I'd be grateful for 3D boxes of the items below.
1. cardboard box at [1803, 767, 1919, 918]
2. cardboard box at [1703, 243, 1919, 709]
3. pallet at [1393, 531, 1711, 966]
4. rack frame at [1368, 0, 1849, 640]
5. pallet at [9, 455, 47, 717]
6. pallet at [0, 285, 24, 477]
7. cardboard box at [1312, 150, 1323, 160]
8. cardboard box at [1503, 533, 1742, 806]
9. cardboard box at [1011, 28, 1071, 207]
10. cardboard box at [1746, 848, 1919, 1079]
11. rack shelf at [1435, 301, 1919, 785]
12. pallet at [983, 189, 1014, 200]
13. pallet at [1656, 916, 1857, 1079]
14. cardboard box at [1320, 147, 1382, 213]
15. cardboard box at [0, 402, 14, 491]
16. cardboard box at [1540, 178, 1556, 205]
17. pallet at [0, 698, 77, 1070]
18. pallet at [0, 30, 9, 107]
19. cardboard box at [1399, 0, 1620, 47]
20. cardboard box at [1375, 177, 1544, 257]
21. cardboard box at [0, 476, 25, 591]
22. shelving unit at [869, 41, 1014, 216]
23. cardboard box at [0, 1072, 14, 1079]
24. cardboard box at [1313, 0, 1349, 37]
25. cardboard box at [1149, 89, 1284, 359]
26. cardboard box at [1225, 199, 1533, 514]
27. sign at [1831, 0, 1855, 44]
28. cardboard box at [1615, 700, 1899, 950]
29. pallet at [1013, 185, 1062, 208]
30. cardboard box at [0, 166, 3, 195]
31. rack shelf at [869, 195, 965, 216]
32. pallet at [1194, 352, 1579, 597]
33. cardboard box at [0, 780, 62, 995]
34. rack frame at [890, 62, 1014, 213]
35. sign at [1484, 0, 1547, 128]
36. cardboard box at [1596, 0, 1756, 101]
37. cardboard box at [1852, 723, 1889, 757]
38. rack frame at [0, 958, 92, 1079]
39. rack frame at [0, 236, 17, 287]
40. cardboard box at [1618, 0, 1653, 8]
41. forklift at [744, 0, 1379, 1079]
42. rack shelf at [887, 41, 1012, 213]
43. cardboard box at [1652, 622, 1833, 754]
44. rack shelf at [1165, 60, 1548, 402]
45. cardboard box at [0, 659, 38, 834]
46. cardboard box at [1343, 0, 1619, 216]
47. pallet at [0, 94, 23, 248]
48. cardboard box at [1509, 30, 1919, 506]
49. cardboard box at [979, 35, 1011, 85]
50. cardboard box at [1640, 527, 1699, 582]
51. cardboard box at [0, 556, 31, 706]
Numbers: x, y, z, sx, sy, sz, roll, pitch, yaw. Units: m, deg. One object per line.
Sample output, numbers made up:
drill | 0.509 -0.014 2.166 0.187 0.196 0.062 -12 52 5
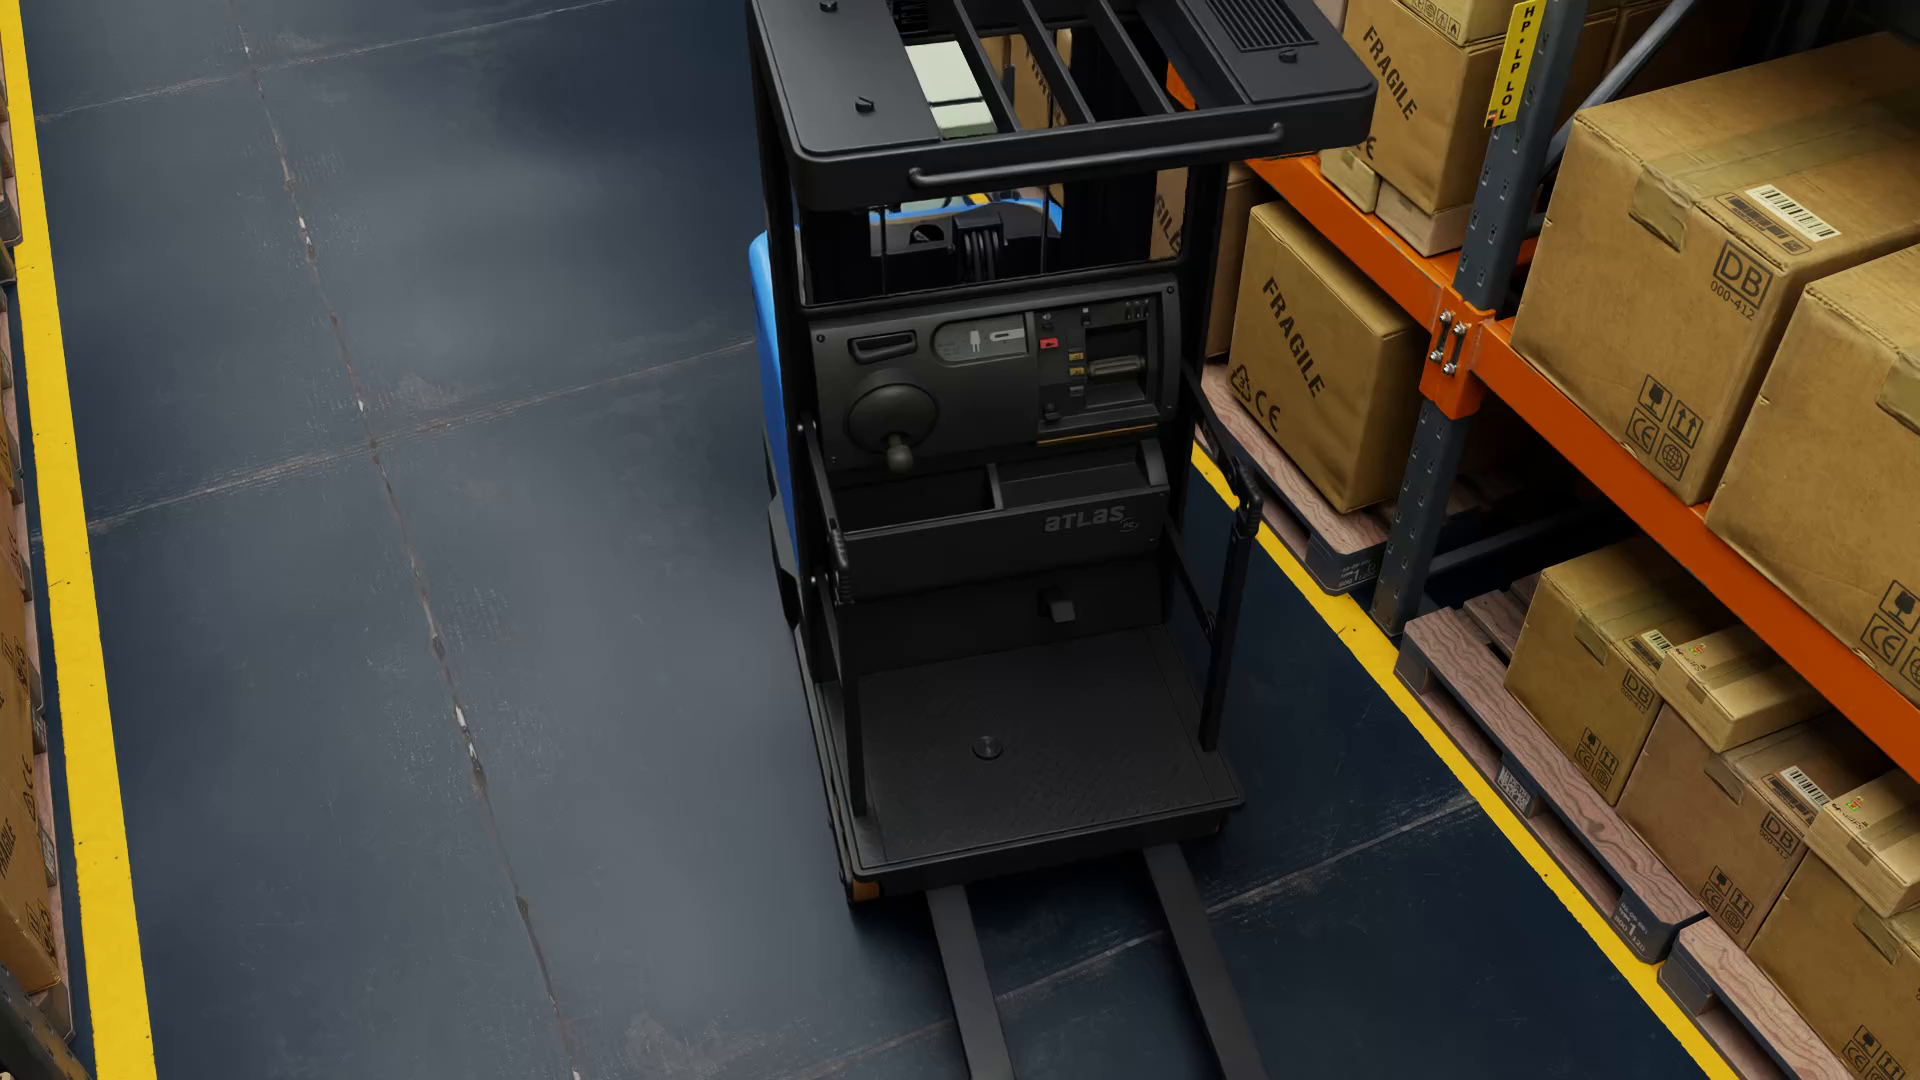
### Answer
cardboard box | 2.248 0.691 3.933 0.380 0.149 0.250 -19 48 -19
cardboard box | 2.344 -0.219 3.623 0.980 0.700 0.700 -19 48 -18
pallet | 2.078 0.570 5.022 1.003 0.211 1.213 -18 47 -17
rack frame | 1.829 -0.930 4.557 1.000 3.000 0.127 -18 47 -17
pallet | -3.557 0.242 5.354 1.003 0.211 1.213 -18 47 -17
pallet | -4.066 -0.534 6.141 1.003 0.211 1.213 -18 47 -17
cardboard box | 1.234 -1.312 5.108 0.380 0.149 0.250 -17 47 -16
cardboard box | 2.050 0.317 4.774 0.700 0.500 0.500 -17 47 -17
cardboard box | 0.700 -1.796 6.666 0.750 0.750 0.750 -18 47 -18
cardboard box | 2.472 0.966 4.116 0.700 0.500 0.500 -17 47 -16
rack shelf | 2.670 0.601 3.518 1.077 0.370 4.000 -18 47 -17
pallet | 0.410 -1.962 7.588 1.003 0.211 1.213 -18 47 -17
pallet | 2.594 1.349 4.233 1.003 0.211 1.213 -18 47 -17
cardboard box | 1.302 -1.133 4.927 0.380 0.149 0.250 -17 47 -17
cardboard box | -3.522 -0.424 5.510 0.500 0.500 0.500 -20 48 -19
cardboard box | 1.868 -1.120 4.914 0.380 0.149 0.250 -19 48 -19
pallet | -3.040 1.021 4.565 1.003 0.211 1.213 -18 47 -17
pallet | -5.166 -2.334 7.965 1.003 0.211 1.213 -18 47 -17
cardboard box | 1.400 -1.568 4.372 0.500 0.250 0.500 -17 47 -16
cardboard box | 1.430 -0.979 4.772 0.380 0.149 0.250 -18 47 -17
cardboard box | -3.296 -0.091 5.173 0.500 0.500 0.500 -20 48 -19
shelving unit | -0.112 -1.144 5.842 0.431 1.500 0.755 -9 45 -9
cardboard box | -2.167 1.548 3.512 0.500 0.500 0.500 -18 47 -17
cardboard box | 1.183 -1.620 4.959 0.500 0.500 0.500 -18 47 -17
cardboard box | 1.061 -1.256 6.118 0.750 0.750 0.750 -17 47 -16
cardboard box | 1.438 -0.690 5.545 0.750 0.750 0.750 -18 47 -17
sign | 2.332 -1.431 4.392 0.100 0.325 0.005 -18 47 -17
cardboard box | 2.258 0.638 4.448 0.700 0.500 0.500 -18 48 -18
pallet | 0.919 -1.185 6.801 1.003 0.211 1.213 -18 47 -17
cardboard box | -4.300 -1.605 6.899 0.500 0.250 0.500 -18 47 -18
rack shelf | -0.112 -0.912 6.071 0.431 0.370 0.720 -9 45 -9
pallet | 1.436 -0.407 6.012 1.003 0.211 1.213 -18 47 -17
cardboard box | -2.646 0.888 4.180 0.500 0.500 0.500 -20 48 -19
rack frame | -0.031 -0.894 5.588 0.400 1.500 0.023 -9 45 -9
sign | 1.341 -1.147 4.009 0.100 0.325 0.005 -18 47 -17
cardboard box | 1.864 -1.446 4.783 0.500 0.500 0.500 -20 48 -19
cardboard box | 2.504 0.438 4.189 0.380 0.149 0.250 -19 48 -19
rack frame | -2.661 0.534 3.073 0.949 2.616 0.053 -18 47 -17
rack frame | -4.346 -2.014 5.655 1.000 3.000 0.127 -18 47 -17
cardboard box | 1.872 -1.715 4.522 0.500 0.250 0.500 -17 47 -16
forklift | 0.149 -0.318 3.986 1.130 2.935 3.031 -9 45 -9
rack shelf | -0.112 -1.422 5.568 0.431 0.370 0.720 -9 45 -9
cardboard box | 2.029 0.358 4.270 0.380 0.149 0.250 -17 47 -16
rack shelf | 0.988 -1.948 6.101 1.077 0.370 4.000 -18 47 -17
cardboard box | -2.881 0.552 4.522 0.500 0.500 0.500 -17 47 -17
cardboard box | 1.406 -1.298 4.633 0.500 0.500 0.500 -19 48 -18
pallet | -4.657 -1.557 7.178 1.003 0.211 1.213 -18 47 -17
cardboard box | 2.042 -0.686 4.096 0.980 0.700 0.700 -17 47 -17
cardboard box | 0.337 -2.356 7.233 0.750 0.750 0.750 -19 48 -18
cardboard box | 2.169 -0.065 4.699 0.380 0.149 0.250 -18 47 -18
cardboard box | -3.084 0.231 4.847 0.500 0.500 0.500 -17 47 -17
